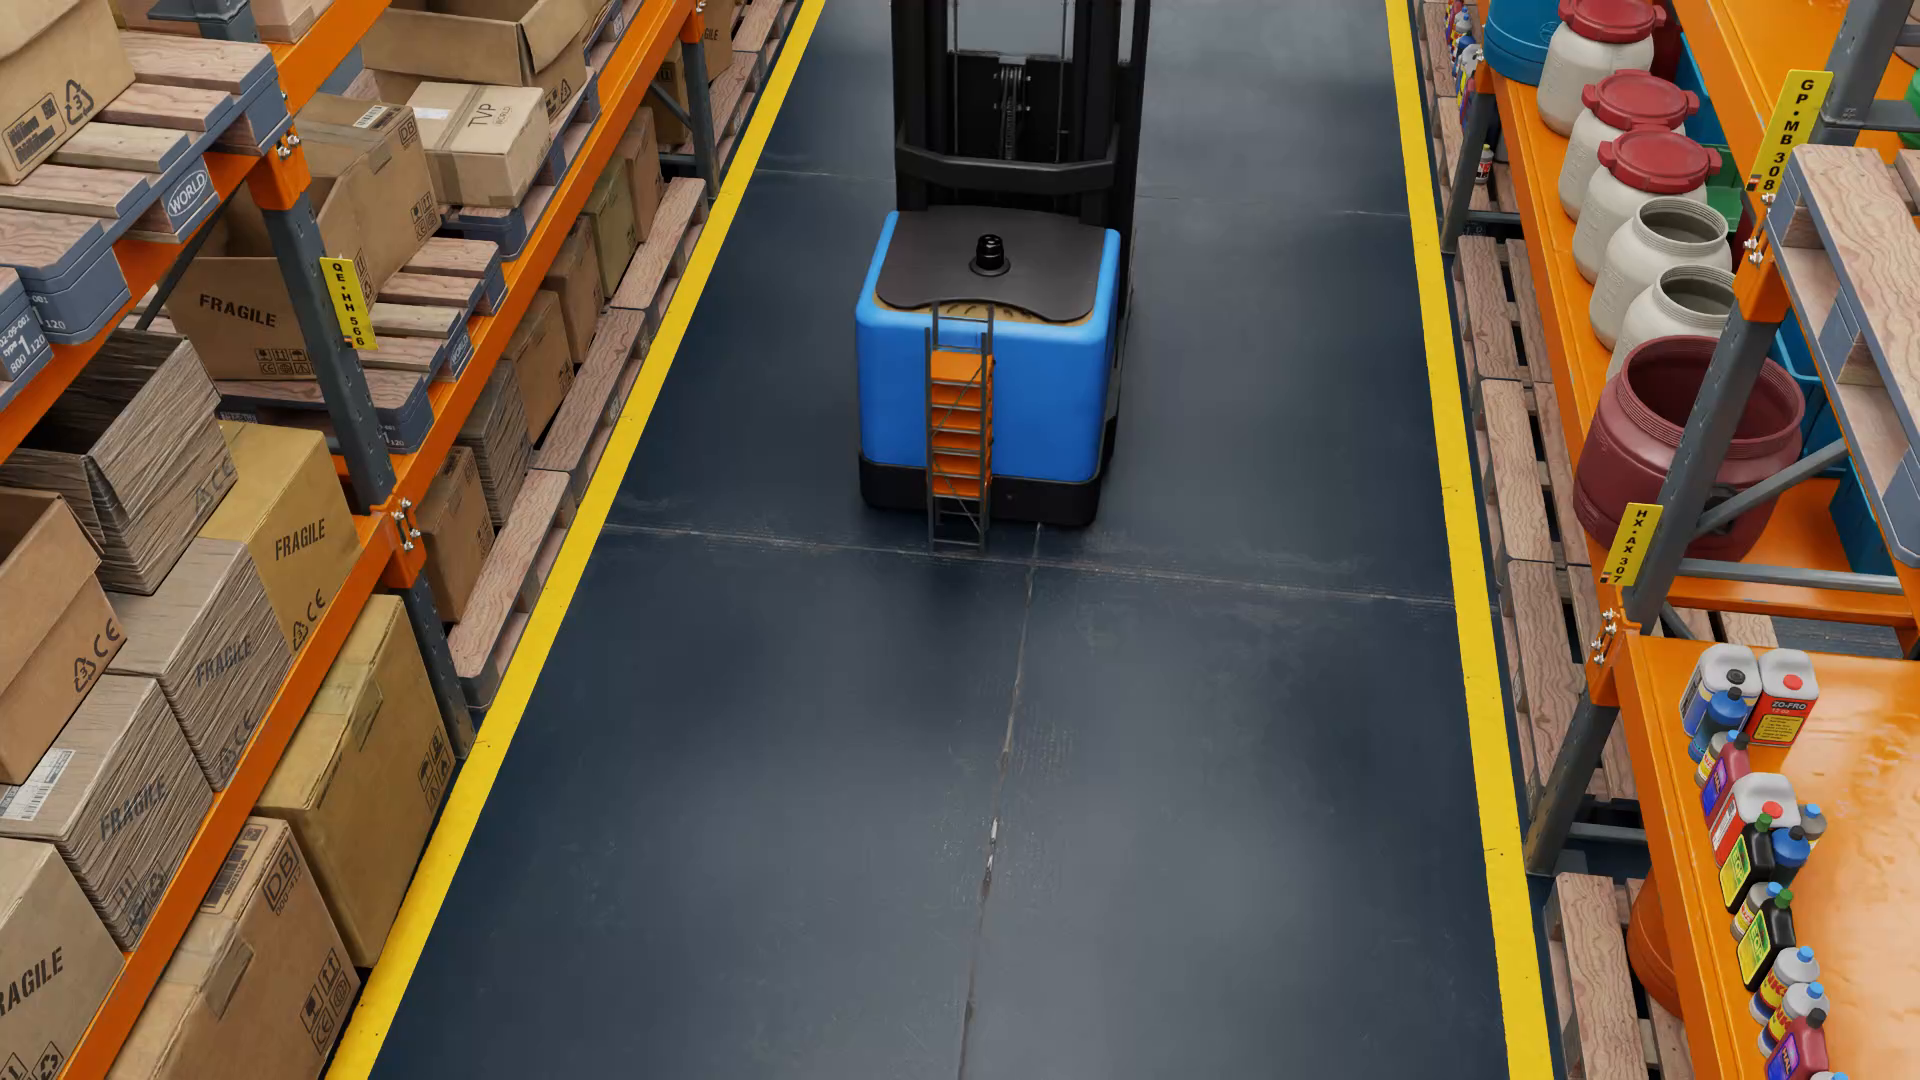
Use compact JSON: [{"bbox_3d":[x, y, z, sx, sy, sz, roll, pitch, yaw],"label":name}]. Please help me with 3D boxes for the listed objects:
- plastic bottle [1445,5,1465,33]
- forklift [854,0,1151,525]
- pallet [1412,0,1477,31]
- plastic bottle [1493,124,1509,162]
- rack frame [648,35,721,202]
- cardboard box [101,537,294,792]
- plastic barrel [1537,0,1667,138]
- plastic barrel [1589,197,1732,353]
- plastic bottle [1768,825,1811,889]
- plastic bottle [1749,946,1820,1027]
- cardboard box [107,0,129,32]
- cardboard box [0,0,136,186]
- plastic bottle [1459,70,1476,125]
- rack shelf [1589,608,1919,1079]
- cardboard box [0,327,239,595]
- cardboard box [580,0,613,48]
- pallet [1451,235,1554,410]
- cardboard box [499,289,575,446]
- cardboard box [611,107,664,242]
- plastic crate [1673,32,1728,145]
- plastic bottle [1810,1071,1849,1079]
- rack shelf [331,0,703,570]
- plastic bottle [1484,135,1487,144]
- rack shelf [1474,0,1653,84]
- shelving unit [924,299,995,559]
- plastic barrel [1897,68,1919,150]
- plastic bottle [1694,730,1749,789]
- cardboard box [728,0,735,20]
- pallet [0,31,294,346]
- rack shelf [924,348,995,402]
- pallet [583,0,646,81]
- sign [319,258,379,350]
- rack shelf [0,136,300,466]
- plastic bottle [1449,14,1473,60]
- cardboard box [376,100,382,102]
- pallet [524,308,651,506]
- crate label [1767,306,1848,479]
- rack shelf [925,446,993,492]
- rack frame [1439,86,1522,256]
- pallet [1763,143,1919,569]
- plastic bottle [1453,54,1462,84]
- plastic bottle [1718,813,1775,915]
[{"bbox_3d":[3.030,-3.198,10.161,0.097,0.201,0.097,0,43,0],"label":"plastic bottle"},{"bbox_3d":[0.289,-2.148,7.386,1.130,2.935,3.031,6,44,6],"label":"forklift"},{"bbox_3d":[3.517,-3.710,11.015,1.003,0.211,1.213,5,44,6],"label":"pallet"},{"bbox_3d":[3.006,-2.256,9.057,0.144,0.351,0.185,5,44,6],"label":"plastic bottle"},{"bbox_3d":[-1.846,-3.056,8.296,1.000,3.000,0.127,5,44,6],"label":"rack frame"},{"bbox_3d":[-2.266,0.332,4.645,0.500,0.500,0.500,5,44,5],"label":"cardboard box"},{"bbox_3d":[2.720,-2.023,7.106,0.433,0.535,0.433,0,43,0],"label":"plastic barrel"},{"bbox_3d":[2.515,-0.928,5.967,0.421,0.512,0.421,0,43,0],"label":"plastic barrel"},{"bbox_3d":[2.114,0.830,4.286,0.097,0.271,0.097,0,43,0],"label":"plastic bottle"},{"bbox_3d":[2.006,1.072,4.029,0.097,0.271,0.097,0,43,0],"label":"plastic bottle"},{"bbox_3d":[-2.555,-1.711,4.803,0.500,0.250,0.500,5,44,6],"label":"cardboard box"},{"bbox_3d":[-2.384,-1.187,3.760,0.797,0.503,0.637,8,44,8],"label":"cardboard box"},{"bbox_3d":[2.869,-2.490,9.354,0.061,0.283,0.133,8,44,8],"label":"plastic bottle"},{"bbox_3d":[2.271,1.744,3.749,1.077,0.370,4.000,5,44,6],"label":"rack shelf"},{"bbox_3d":[-2.487,-0.234,4.513,0.797,0.503,0.637,7,44,7],"label":"cardboard box"},{"bbox_3d":[-2.089,-2.898,7.387,1.000,1.000,1.000,6,44,6],"label":"cardboard box"},{"bbox_3d":[2.999,-1.055,8.210,1.003,0.211,1.213,5,44,6],"label":"pallet"},{"bbox_3d":[-2.177,-0.807,7.418,0.700,0.500,0.500,9,44,9],"label":"cardboard box"},{"bbox_3d":[-1.948,-1.892,8.564,0.700,0.500,0.500,2,43,2],"label":"cardboard box"},{"bbox_3d":[3.226,-1.820,7.002,0.392,0.384,0.575,5,44,6],"label":"plastic crate"},{"bbox_3d":[1.962,1.296,3.793,0.097,0.271,0.097,0,43,0],"label":"plastic bottle"},{"bbox_3d":[-2.110,-1.432,7.104,1.077,0.370,4.000,5,44,6],"label":"rack shelf"},{"bbox_3d":[2.801,-2.137,8.981,0.061,0.283,0.133,7,44,8],"label":"plastic bottle"},{"bbox_3d":[3.328,-3.708,9.507,1.077,0.370,4.000,5,44,6],"label":"rack shelf"},{"bbox_3d":[-0.002,-0.428,6.829,0.258,1.200,0.189,6,44,6],"label":"shelving unit"},{"bbox_3d":[2.517,-1.086,4.146,0.294,0.245,0.294,0,43,0],"label":"plastic barrel"},{"bbox_3d":[2.102,0.601,4.578,0.097,0.201,0.097,0,43,0],"label":"plastic bottle"},{"bbox_3d":[-1.681,-3.391,10.162,0.500,0.500,0.500,2,43,2],"label":"cardboard box"},{"bbox_3d":[-2.407,-0.907,3.982,1.213,0.211,1.003,7,44,7],"label":"pallet"},{"bbox_3d":[-0.002,-0.657,6.612,0.258,0.103,0.180,6,44,6],"label":"rack shelf"},{"bbox_3d":[-2.091,-2.479,7.826,1.003,0.211,1.213,5,44,6],"label":"pallet"},{"bbox_3d":[-1.824,-0.702,4.968,0.100,0.325,0.005,5,44,6],"label":"sign"},{"bbox_3d":[-2.639,0.205,3.193,1.077,0.370,4.000,5,44,6],"label":"rack shelf"},{"bbox_3d":[2.986,-2.992,9.893,0.097,0.271,0.097,0,43,0],"label":"plastic bottle"},{"bbox_3d":[-2.422,-1.595,6.545,0.396,0.266,0.258,4,44,4],"label":"cardboard box"},{"bbox_3d":[-2.106,-0.679,7.814,1.003,0.211,1.213,5,44,6],"label":"pallet"},{"bbox_3d":[2.935,-0.545,5.618,0.502,0.435,0.616,5,44,6],"label":"crate label"},{"bbox_3d":[-0.002,-0.309,6.943,0.258,0.103,0.180,6,44,6],"label":"rack shelf"},{"bbox_3d":[3.064,-2.606,7.820,1.000,3.000,0.127,5,44,6],"label":"rack frame"},{"bbox_3d":[2.337,-0.388,3.434,1.003,0.211,1.213,5,44,6],"label":"pallet"},{"bbox_3d":[2.945,-2.759,9.697,0.097,0.201,0.097,0,43,0],"label":"plastic bottle"},{"bbox_3d":[2.033,0.831,4.276,0.061,0.283,0.133,5,44,6],"label":"plastic bottle"}]
